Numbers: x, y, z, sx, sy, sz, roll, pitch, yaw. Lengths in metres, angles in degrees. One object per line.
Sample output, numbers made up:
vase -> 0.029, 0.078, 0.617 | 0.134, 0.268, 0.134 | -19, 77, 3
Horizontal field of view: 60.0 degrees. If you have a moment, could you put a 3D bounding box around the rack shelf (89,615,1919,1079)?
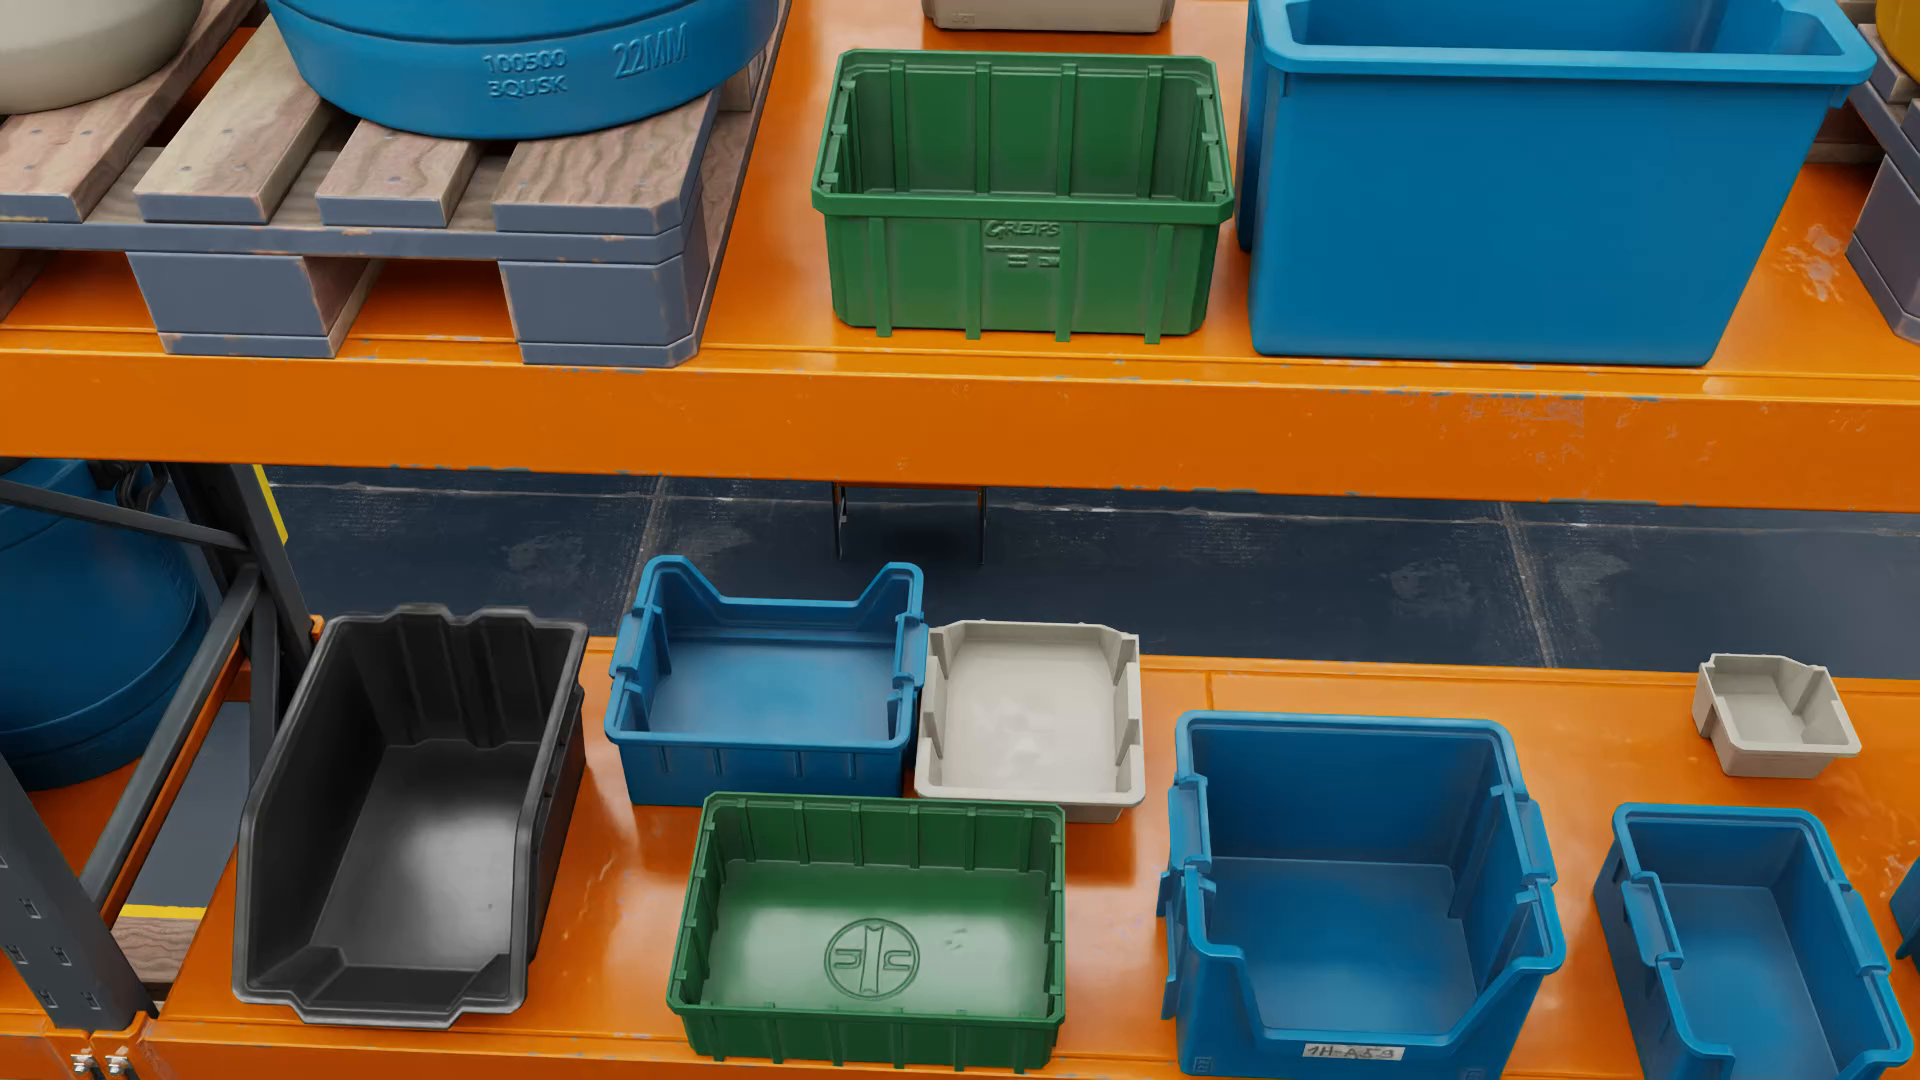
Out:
rack shelf -> 0.507, 0.708, 3.317 | 4.000, 0.370, 1.077 | 2, 43, 2

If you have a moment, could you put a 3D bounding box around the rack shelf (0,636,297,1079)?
rack shelf -> -3.489, 0.585, 3.449 | 4.000, 0.370, 1.077 | 2, 43, 2

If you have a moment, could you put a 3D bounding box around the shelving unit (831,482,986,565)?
shelving unit -> -0.165, -0.444, 5.346 | 0.503, 1.200, 0.258 | 2, 43, 2

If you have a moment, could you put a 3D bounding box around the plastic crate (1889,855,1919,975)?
plastic crate -> 1.991, 0.749, 2.854 | 0.616, 0.251, 0.499 | 2, 43, 2

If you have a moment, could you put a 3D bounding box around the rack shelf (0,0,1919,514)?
rack shelf -> 0.507, -0.389, 2.295 | 4.000, 0.370, 1.077 | 2, 43, 2

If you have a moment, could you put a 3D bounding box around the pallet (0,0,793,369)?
pallet -> -0.766, -0.689, 2.227 | 1.003, 0.211, 1.213 | 2, 43, 2

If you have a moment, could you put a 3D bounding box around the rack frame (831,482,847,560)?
rack frame -> -0.409, -0.452, 5.355 | 0.015, 1.200, 0.240 | 2, 43, 2

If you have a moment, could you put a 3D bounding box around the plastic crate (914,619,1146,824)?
plastic crate -> 0.142, 0.357, 3.359 | 0.437, 0.136, 0.530 | 2, 43, 2

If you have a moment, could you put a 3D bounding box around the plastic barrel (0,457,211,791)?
plastic barrel -> -1.864, -0.018, 3.201 | 0.708, 0.901, 0.600 | 2, 43, 2

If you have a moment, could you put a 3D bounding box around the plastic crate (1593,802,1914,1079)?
plastic crate -> 1.343, 0.725, 2.880 | 0.408, 0.251, 0.499 | 2, 43, 2

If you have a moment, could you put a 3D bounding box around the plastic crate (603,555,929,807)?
plastic crate -> -0.374, 0.287, 3.350 | 0.616, 0.251, 0.499 | 2, 43, 2

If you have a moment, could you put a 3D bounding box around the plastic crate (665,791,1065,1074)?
plastic crate -> -0.148, 0.695, 2.959 | 0.662, 0.188, 0.450 | 2, 43, 2

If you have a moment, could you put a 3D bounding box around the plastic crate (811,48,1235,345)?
plastic crate -> 0.073, -0.403, 1.936 | 0.450, 0.188, 0.336 | 2, 43, 2

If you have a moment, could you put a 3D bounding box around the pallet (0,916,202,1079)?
pallet -> -2.278, 1.406, 4.086 | 1.213, 0.211, 1.003 | 2, 43, 2

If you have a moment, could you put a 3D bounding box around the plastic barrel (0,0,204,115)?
plastic barrel -> -1.070, -0.762, 1.776 | 0.421, 0.512, 0.421 | 0, 43, 0

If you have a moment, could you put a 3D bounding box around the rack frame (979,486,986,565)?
rack frame -> 0.078, -0.437, 5.338 | 0.015, 1.200, 0.240 | 2, 43, 2

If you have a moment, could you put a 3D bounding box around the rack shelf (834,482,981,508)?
rack shelf -> -0.165, -0.250, 5.528 | 0.480, 0.148, 0.258 | 2, 43, 2

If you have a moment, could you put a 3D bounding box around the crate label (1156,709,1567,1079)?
crate label -> 0.654, 0.621, 2.857 | 0.616, 0.435, 0.502 | 2, 43, 2

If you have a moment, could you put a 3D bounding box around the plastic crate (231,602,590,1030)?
plastic crate -> -0.974, 0.509, 3.049 | 0.504, 0.338, 0.767 | 2, 43, 2

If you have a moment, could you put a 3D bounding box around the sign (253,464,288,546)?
sign -> -1.456, -0.092, 3.445 | 0.005, 0.325, 0.100 | 2, 43, 2

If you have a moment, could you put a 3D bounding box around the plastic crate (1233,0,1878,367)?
plastic crate -> 0.586, -0.439, 1.832 | 0.575, 0.384, 0.392 | 2, 43, 2

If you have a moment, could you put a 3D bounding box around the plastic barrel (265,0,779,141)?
plastic barrel -> -0.502, -0.948, 1.690 | 0.708, 0.901, 0.600 | 2, 43, 2

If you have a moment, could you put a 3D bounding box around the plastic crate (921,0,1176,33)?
plastic crate -> 0.130, -0.844, 2.448 | 0.396, 0.136, 0.243 | 2, 43, 2

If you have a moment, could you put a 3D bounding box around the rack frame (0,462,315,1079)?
rack frame -> -1.491, 0.384, 3.138 | 0.127, 3.000, 1.000 | 2, 43, 2

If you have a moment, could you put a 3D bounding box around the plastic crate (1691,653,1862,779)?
plastic crate -> 1.625, 0.356, 3.360 | 0.250, 0.136, 0.298 | 2, 43, 2

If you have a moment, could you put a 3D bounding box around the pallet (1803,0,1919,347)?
pallet -> 1.682, -0.614, 2.147 | 1.213, 0.211, 1.003 | 2, 43, 2
